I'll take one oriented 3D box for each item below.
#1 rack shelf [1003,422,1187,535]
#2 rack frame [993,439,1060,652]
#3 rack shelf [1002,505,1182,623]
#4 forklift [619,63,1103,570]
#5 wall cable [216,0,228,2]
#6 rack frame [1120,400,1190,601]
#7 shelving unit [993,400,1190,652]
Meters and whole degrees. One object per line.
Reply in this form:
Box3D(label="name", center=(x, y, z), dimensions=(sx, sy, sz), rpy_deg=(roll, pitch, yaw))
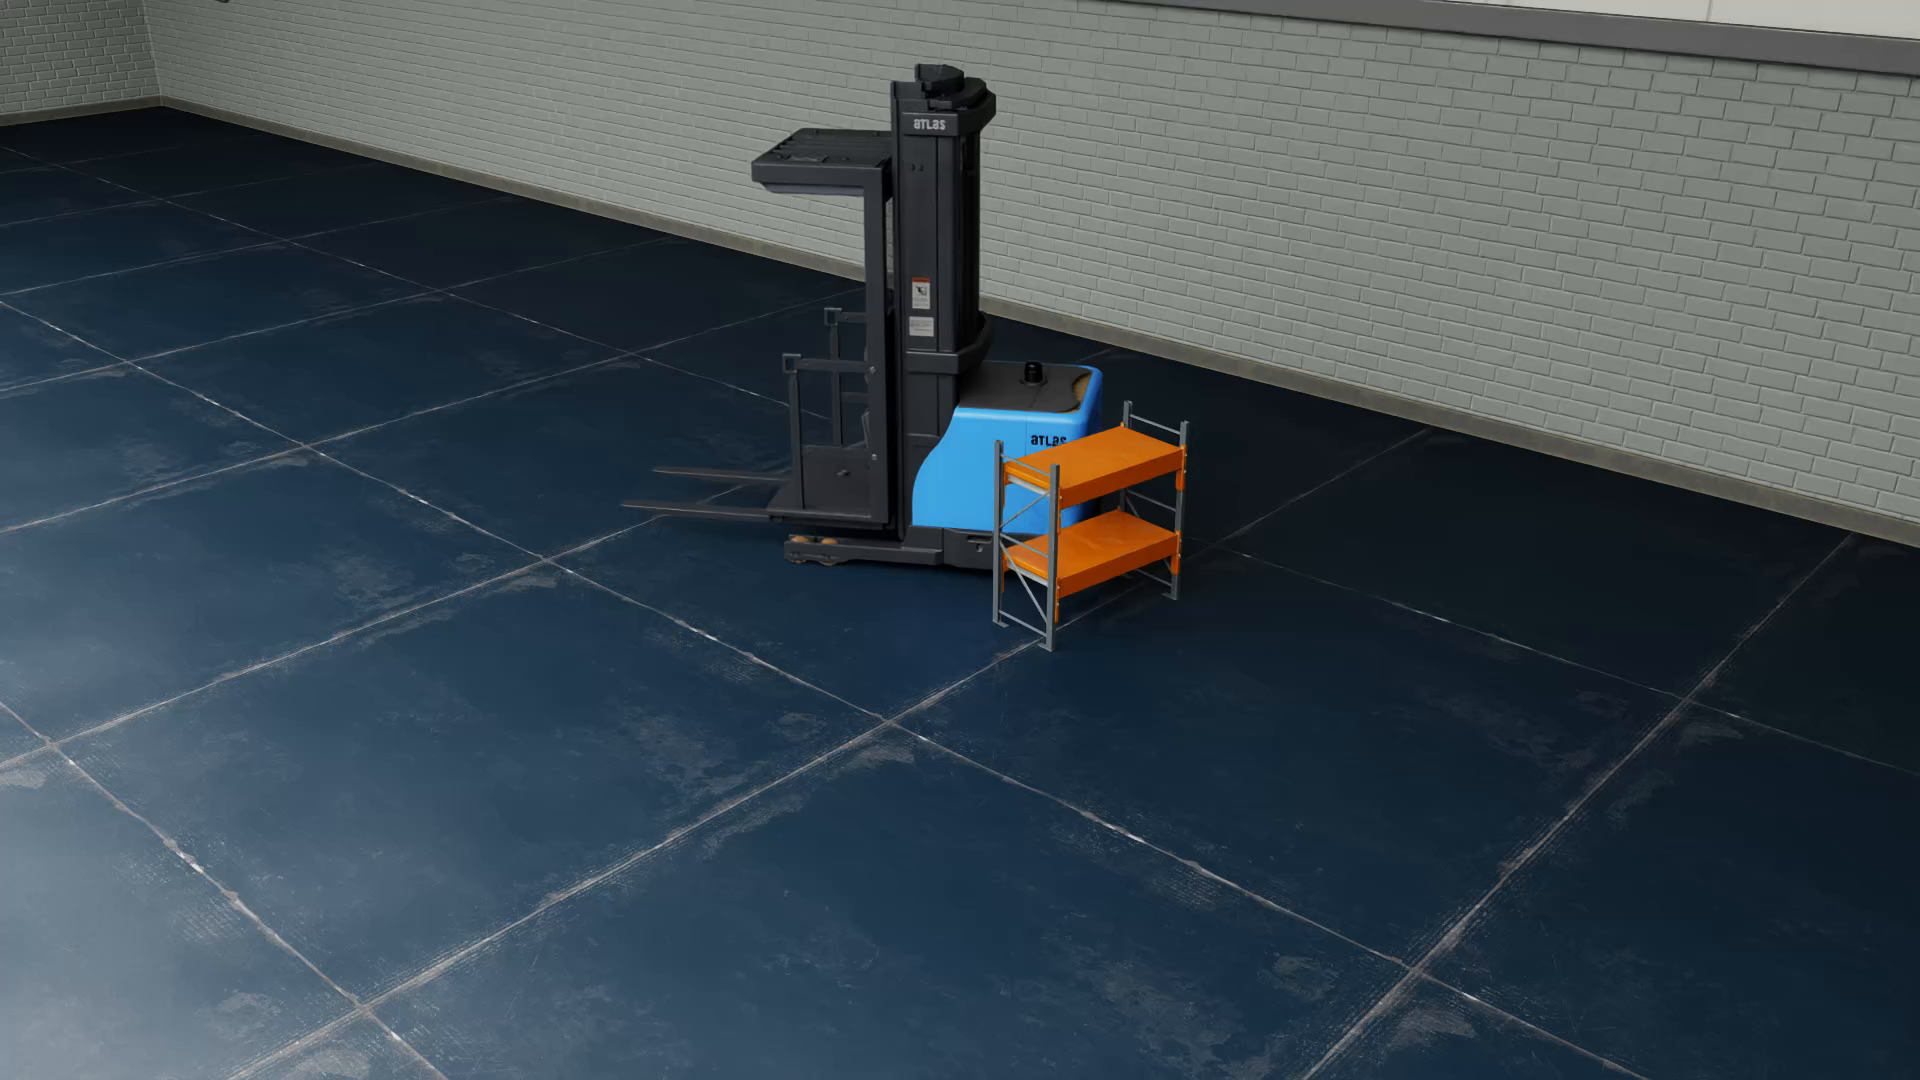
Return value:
Box3D(label="rack shelf", center=(0.752, -0.366, 9.476), dimensions=(1.000, 0.278, 0.538), rpy_deg=(-19, 30, -36))
Box3D(label="rack frame", center=(0.363, 0.035, 9.297), dimensions=(0.032, 1.125, 0.500), rpy_deg=(-19, 30, -36))
Box3D(label="rack shelf", center=(0.752, 0.124, 9.695), dimensions=(1.000, 0.278, 0.538), rpy_deg=(-19, 30, -36))
Box3D(label="forklift", center=(-0.647, -1.384, 10.253), dimensions=(3.031, 2.935, 1.130), rpy_deg=(4, 24, 9))
Box3D(label="wall cable", center=(-11.295, -9.016, 23.655), dimensions=(3.097, 2.526, 0.112), rpy_deg=(20, 31, 38))
Box3D(label="rack frame", center=(1.141, -0.233, 9.894), dimensions=(0.032, 1.125, 0.500), rpy_deg=(-19, 30, -36))
Box3D(label="shelving unit", center=(0.752, -0.099, 9.595), dimensions=(1.048, 1.125, 0.538), rpy_deg=(-19, 30, -36))
